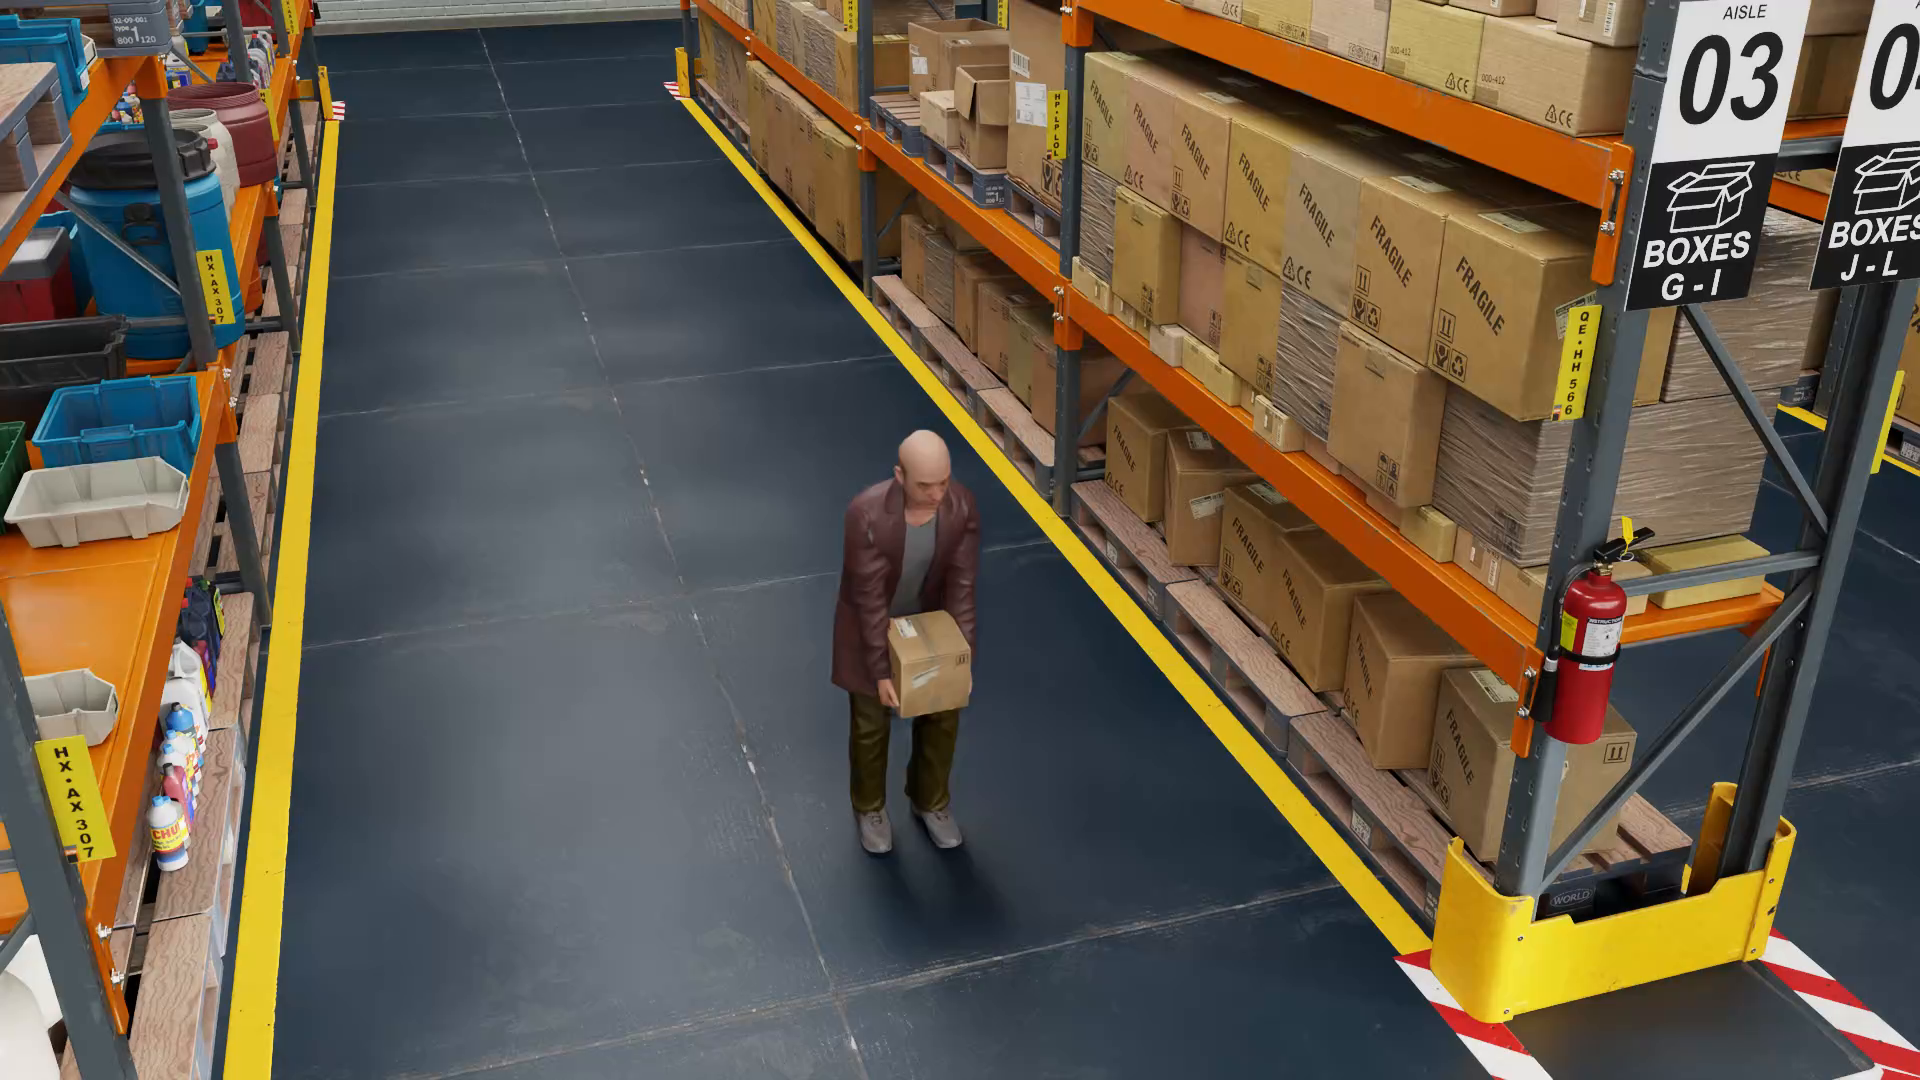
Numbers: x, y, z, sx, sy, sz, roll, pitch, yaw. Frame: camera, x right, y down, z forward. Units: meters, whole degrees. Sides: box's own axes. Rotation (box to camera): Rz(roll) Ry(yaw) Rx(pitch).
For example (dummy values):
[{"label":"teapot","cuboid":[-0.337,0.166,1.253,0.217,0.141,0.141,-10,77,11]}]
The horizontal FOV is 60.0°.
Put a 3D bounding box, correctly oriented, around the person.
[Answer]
[{"label":"person","cuboid":[-0.191,0.362,5.965,0.530,1.716,0.615,-9,27,-17]}]
